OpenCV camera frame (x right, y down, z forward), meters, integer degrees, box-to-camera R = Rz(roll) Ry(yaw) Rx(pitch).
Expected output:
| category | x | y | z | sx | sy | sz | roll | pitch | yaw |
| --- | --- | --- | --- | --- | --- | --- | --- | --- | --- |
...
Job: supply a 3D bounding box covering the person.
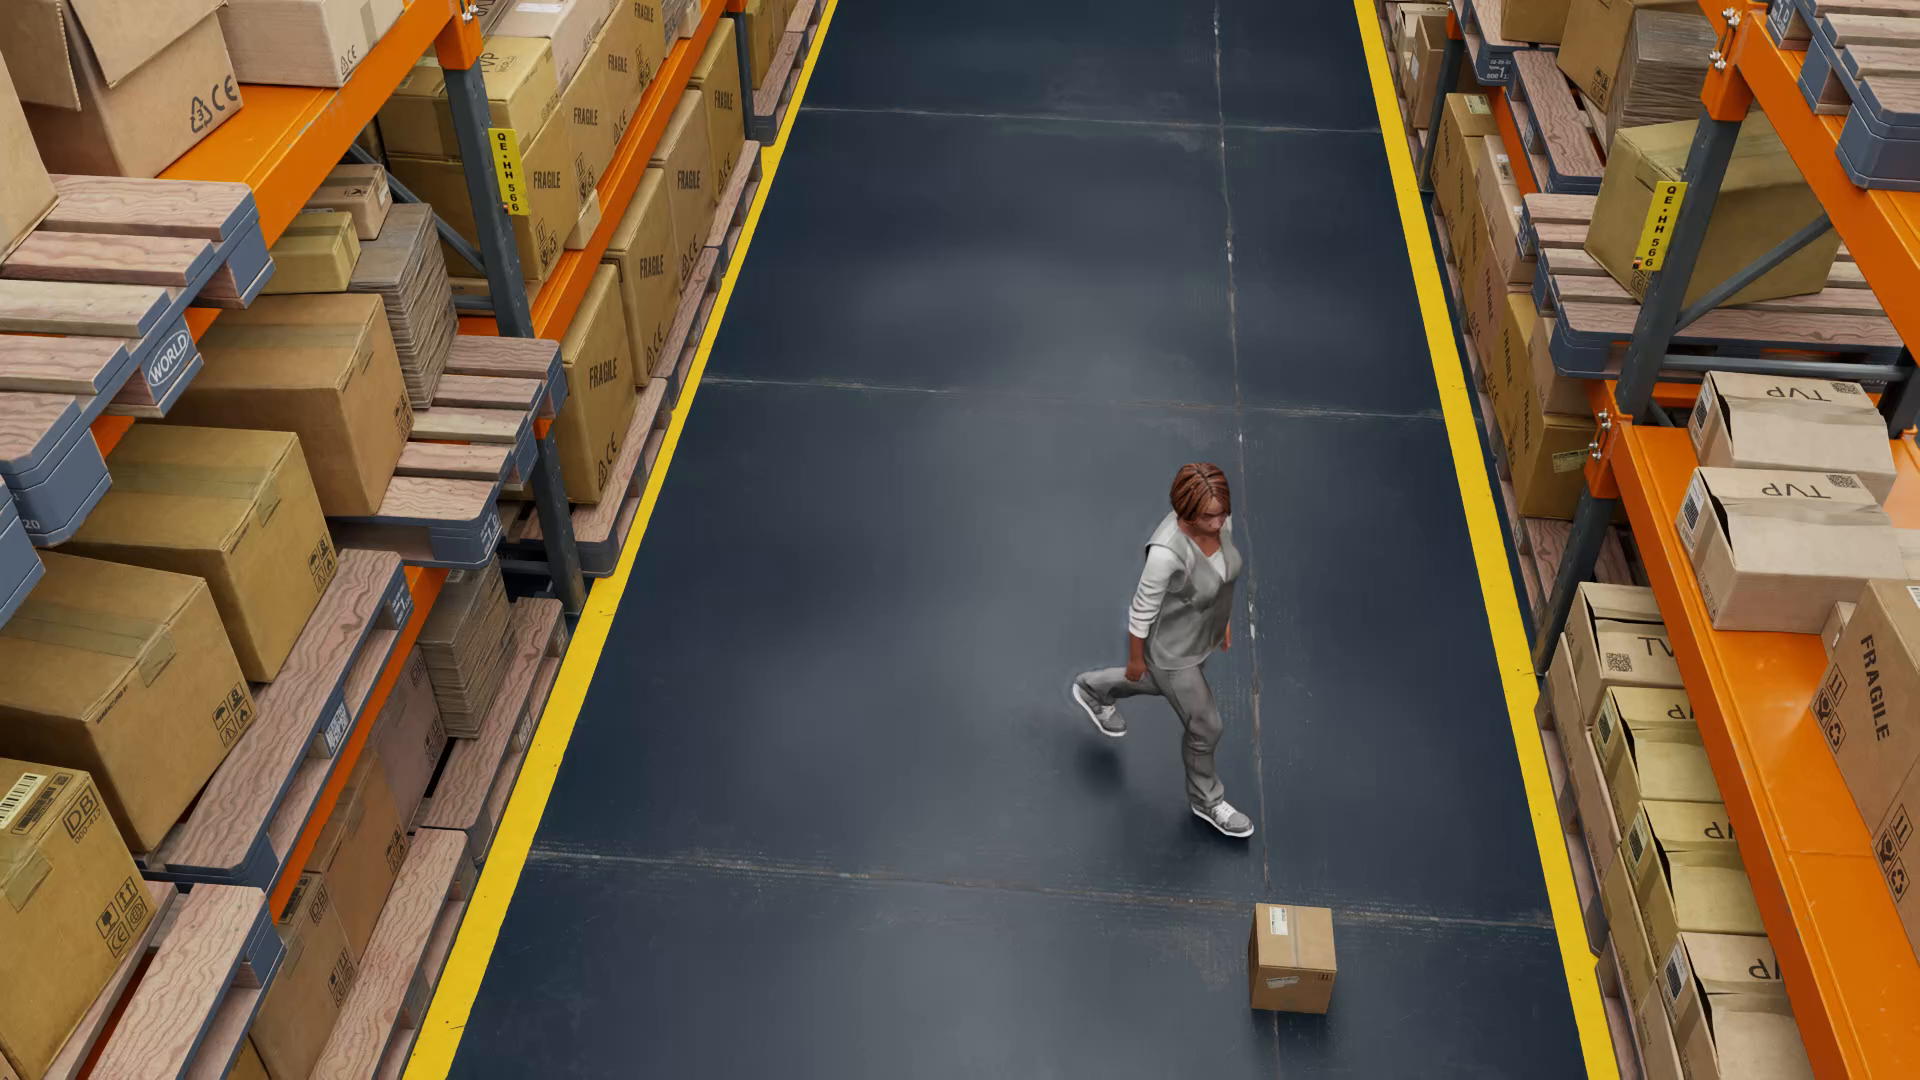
| category | x | y | z | sx | sy | sz | roll | pitch | yaw |
| --- | --- | --- | --- | --- | --- | --- | --- | --- | --- |
| person | 0.732 | 0.328 | 5.773 | 0.856 | 1.559 | 0.417 | 24 | 46 | 25 |
